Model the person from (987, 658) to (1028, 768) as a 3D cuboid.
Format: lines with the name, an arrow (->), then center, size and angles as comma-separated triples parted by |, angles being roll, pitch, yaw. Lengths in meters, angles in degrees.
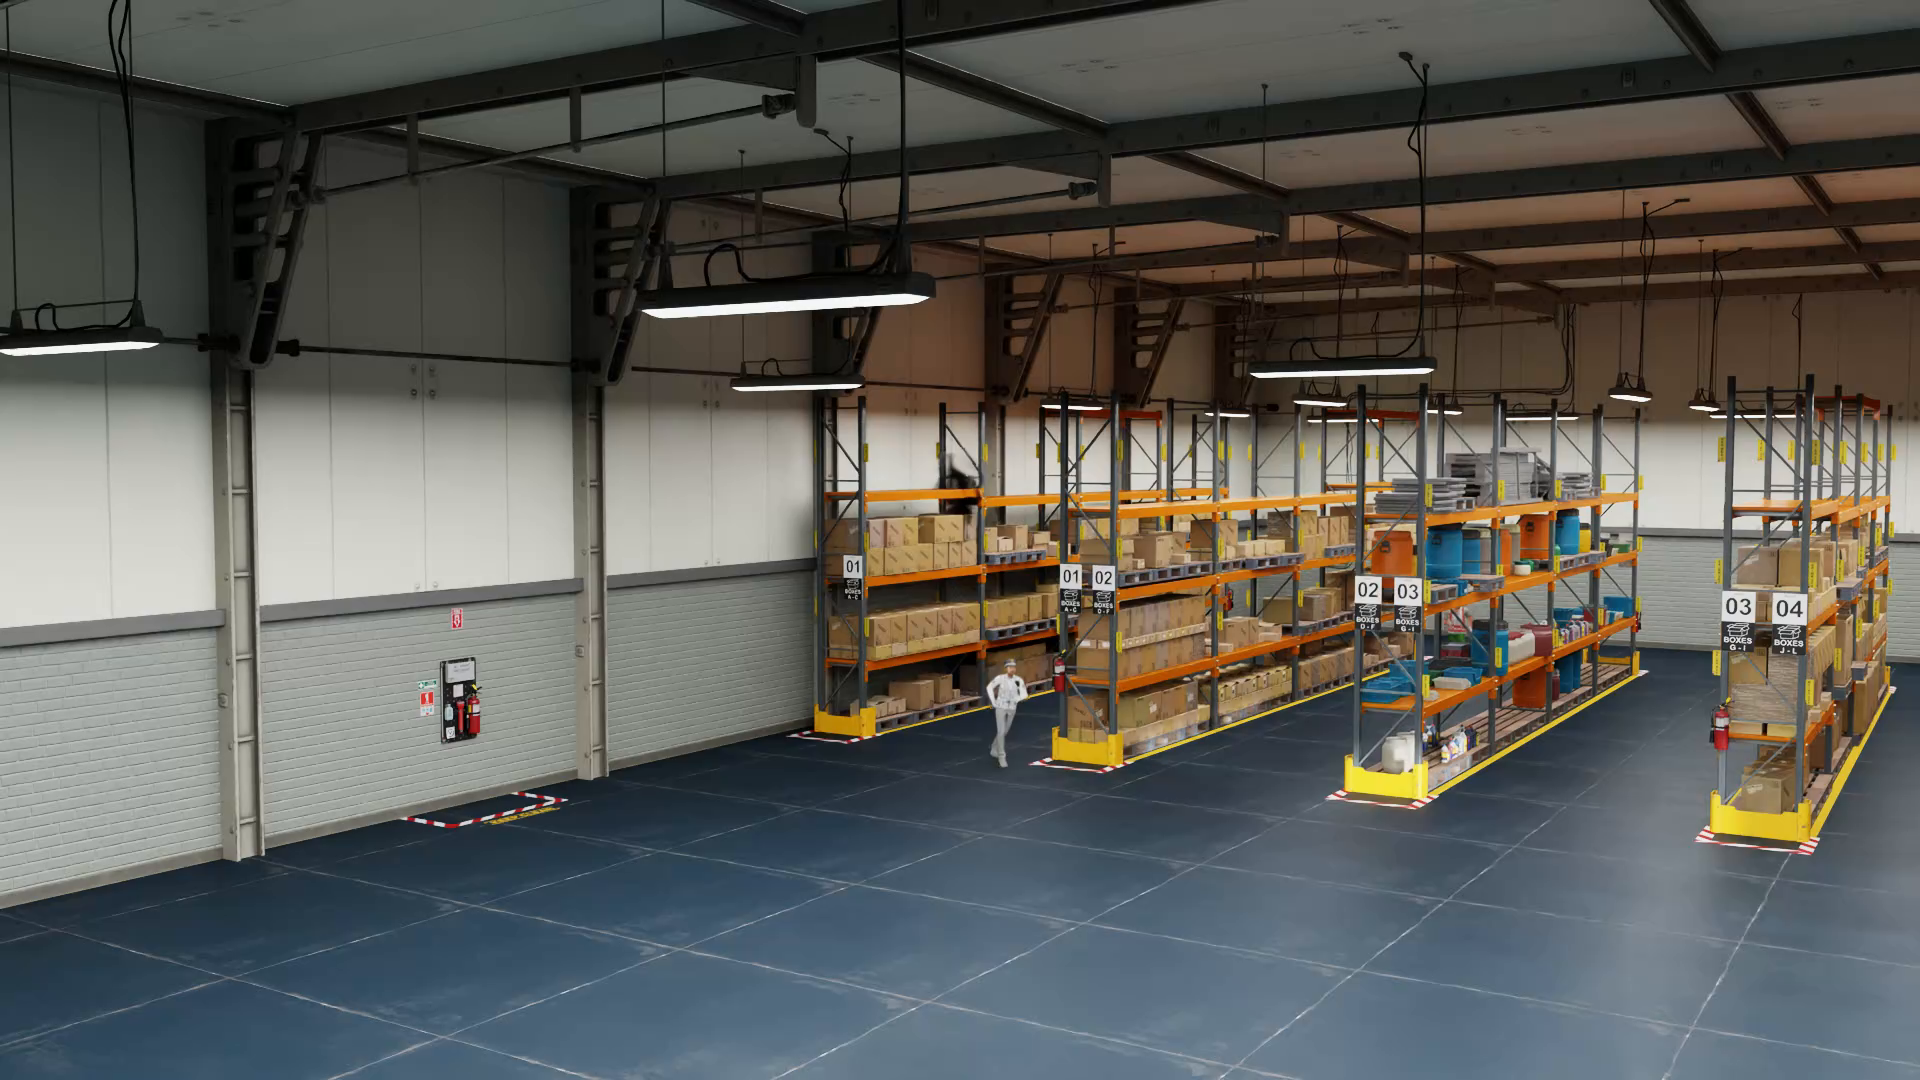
person -> 0.770, 2.751, 26.832 | 0.629, 1.715, 0.850 | -1, 3, -14

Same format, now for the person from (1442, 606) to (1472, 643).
person -> 11.207, 2.143, 37.516 | 0.642, 1.827, 0.837 | 1, 3, 23
